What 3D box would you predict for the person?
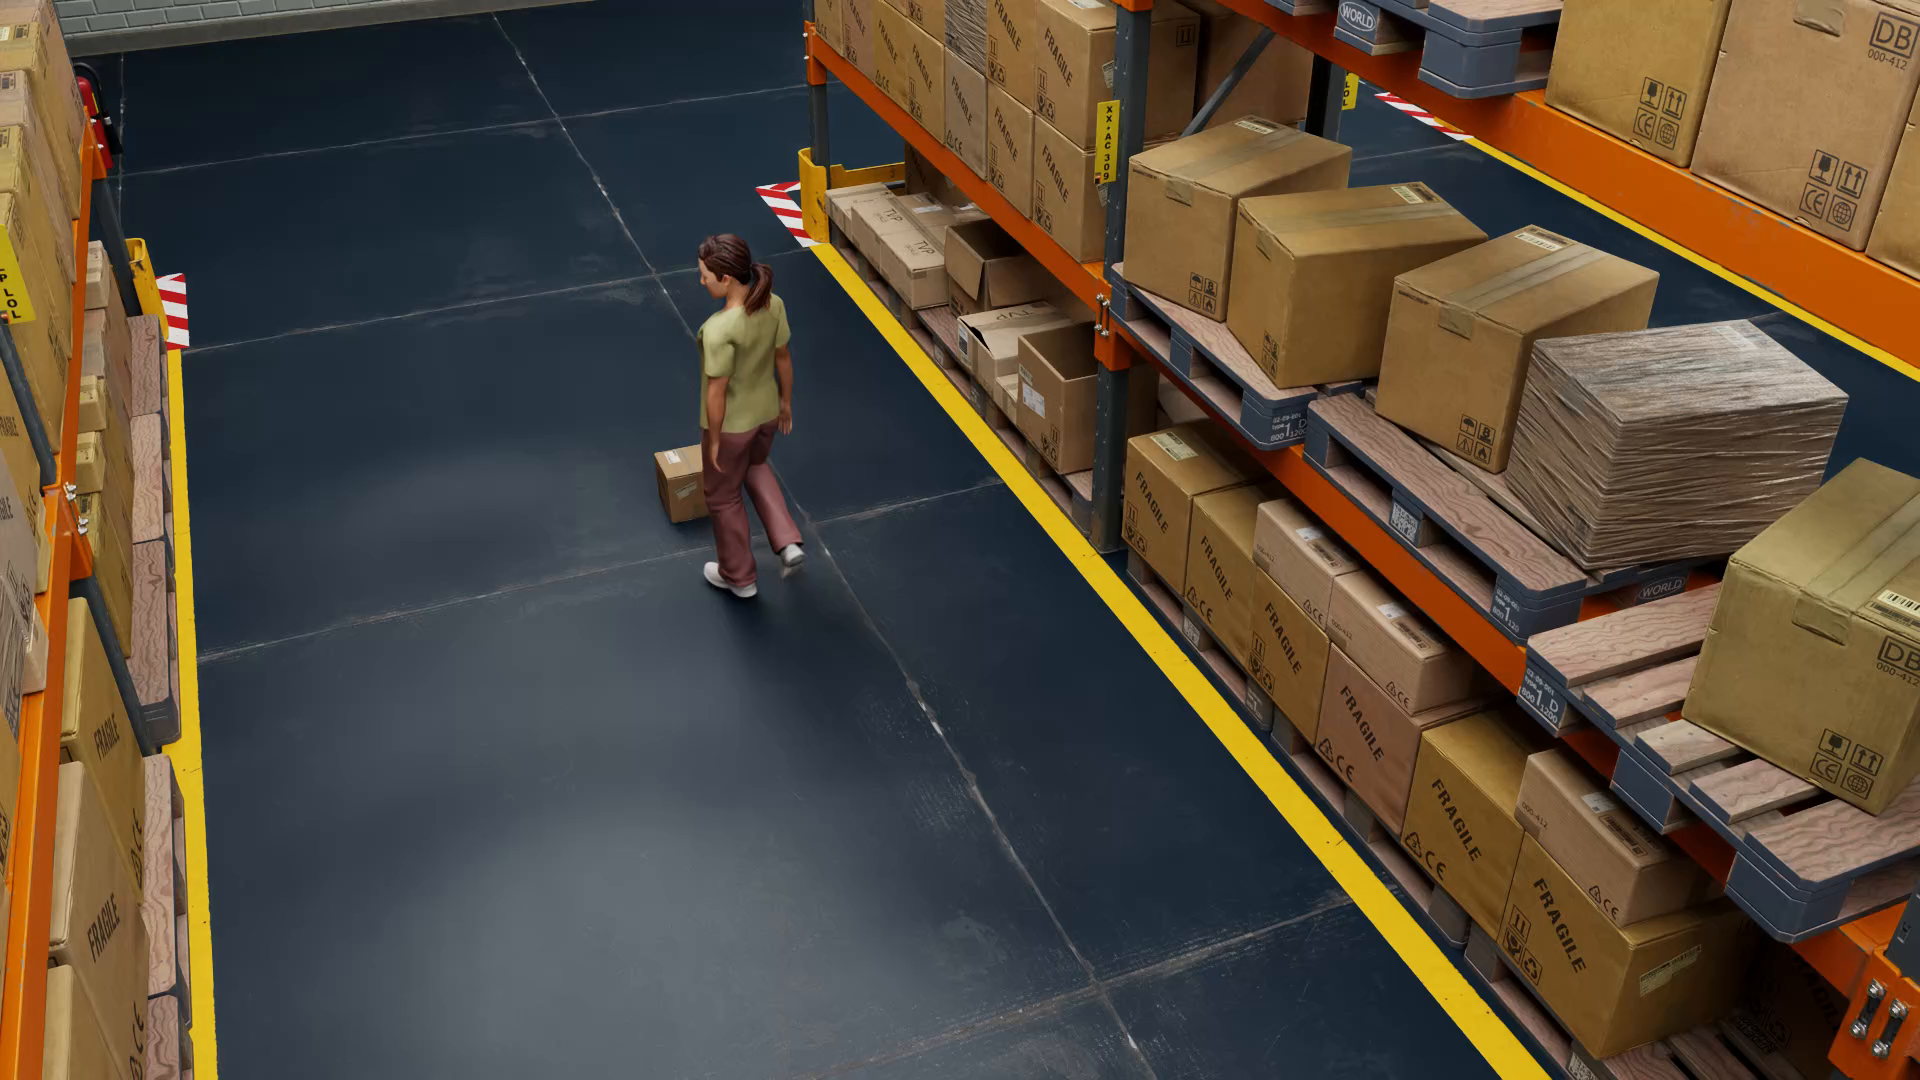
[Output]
[{"bbox_3d":[-0.902,-0.486,6.842,0.509,1.676,0.467,24,41,32],"label":"person"}]
